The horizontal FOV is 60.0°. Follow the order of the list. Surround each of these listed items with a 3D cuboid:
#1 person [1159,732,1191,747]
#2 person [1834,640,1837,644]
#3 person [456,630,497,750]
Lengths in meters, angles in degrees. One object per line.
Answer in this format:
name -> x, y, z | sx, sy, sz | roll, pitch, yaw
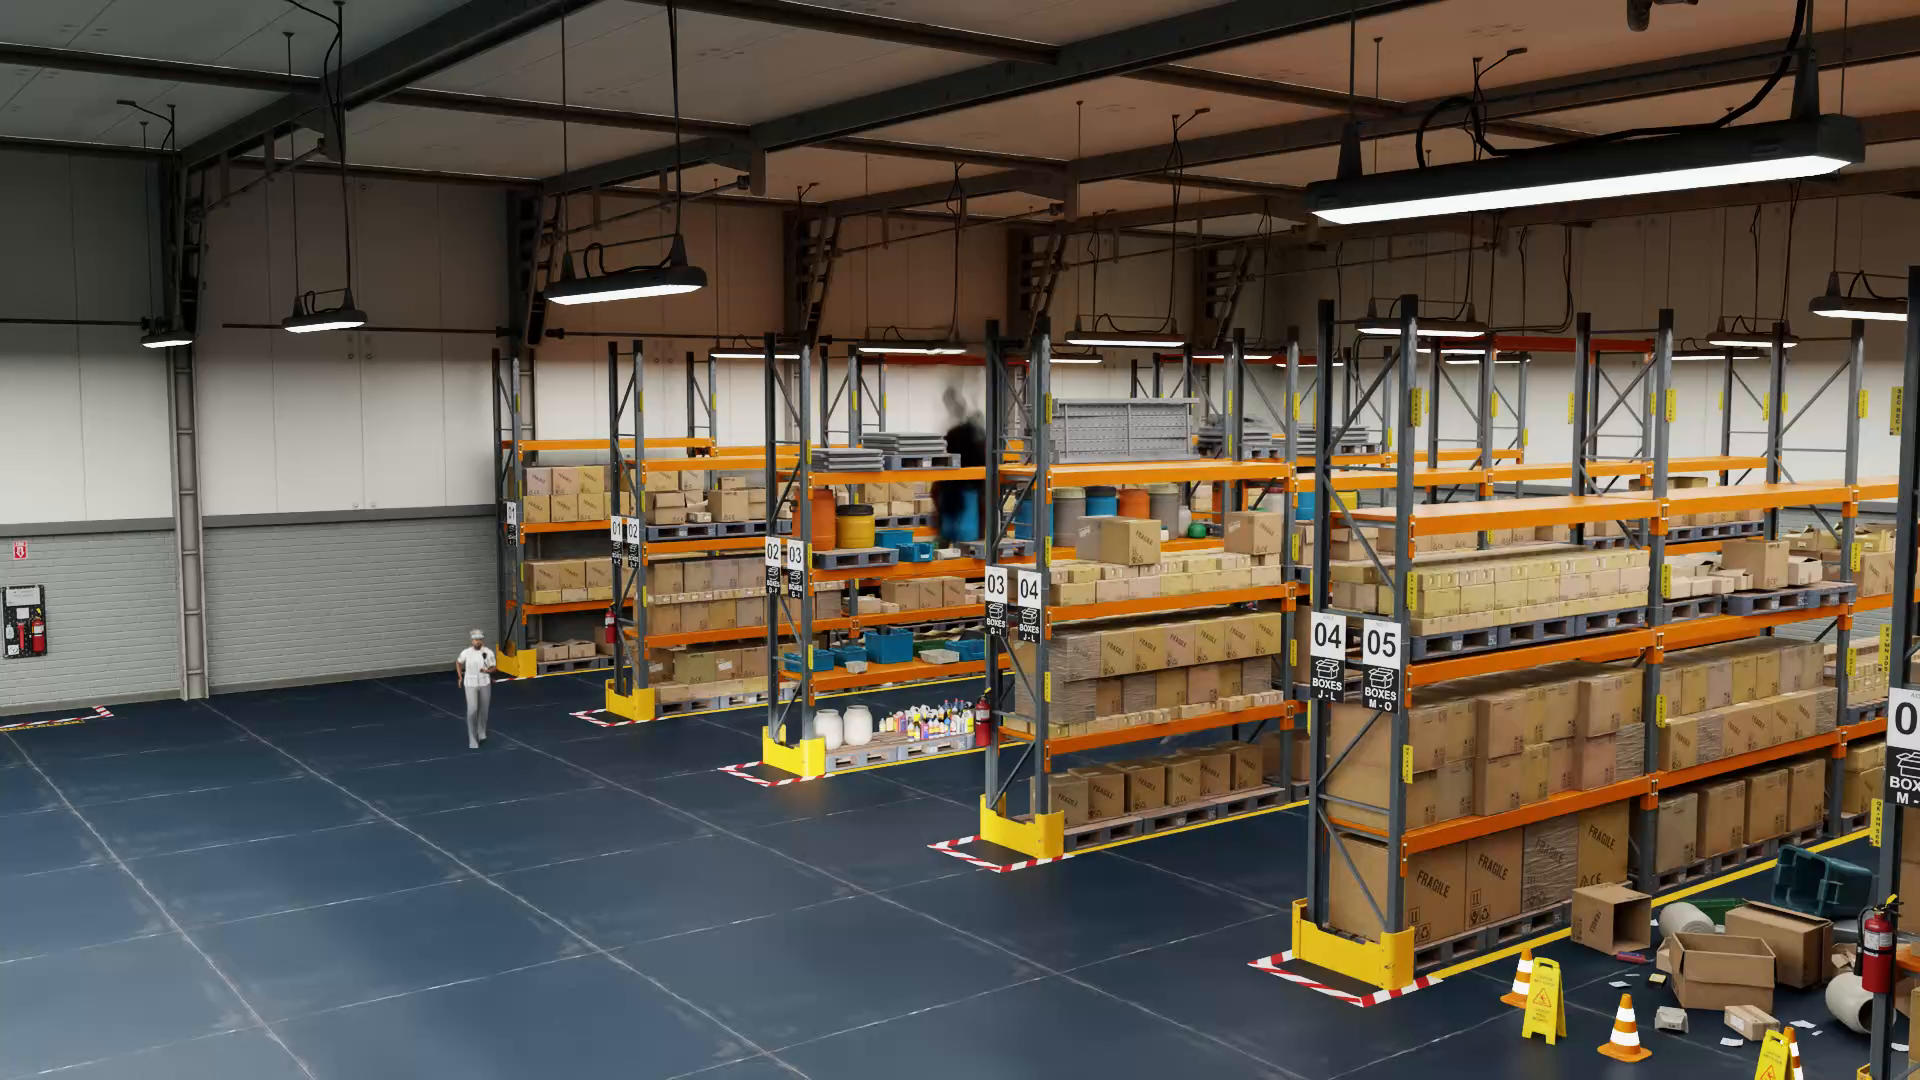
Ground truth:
person -> 3.059, 1.929, 23.285 | 0.815, 1.833, 0.681 | -4, 6, -39
person -> 12.721, 2.237, 24.009 | 0.766, 1.655, 0.527 | -4, 7, -42
person -> -7.086, 2.183, 24.425 | 0.543, 1.759, 0.753 | -2, 5, -23
